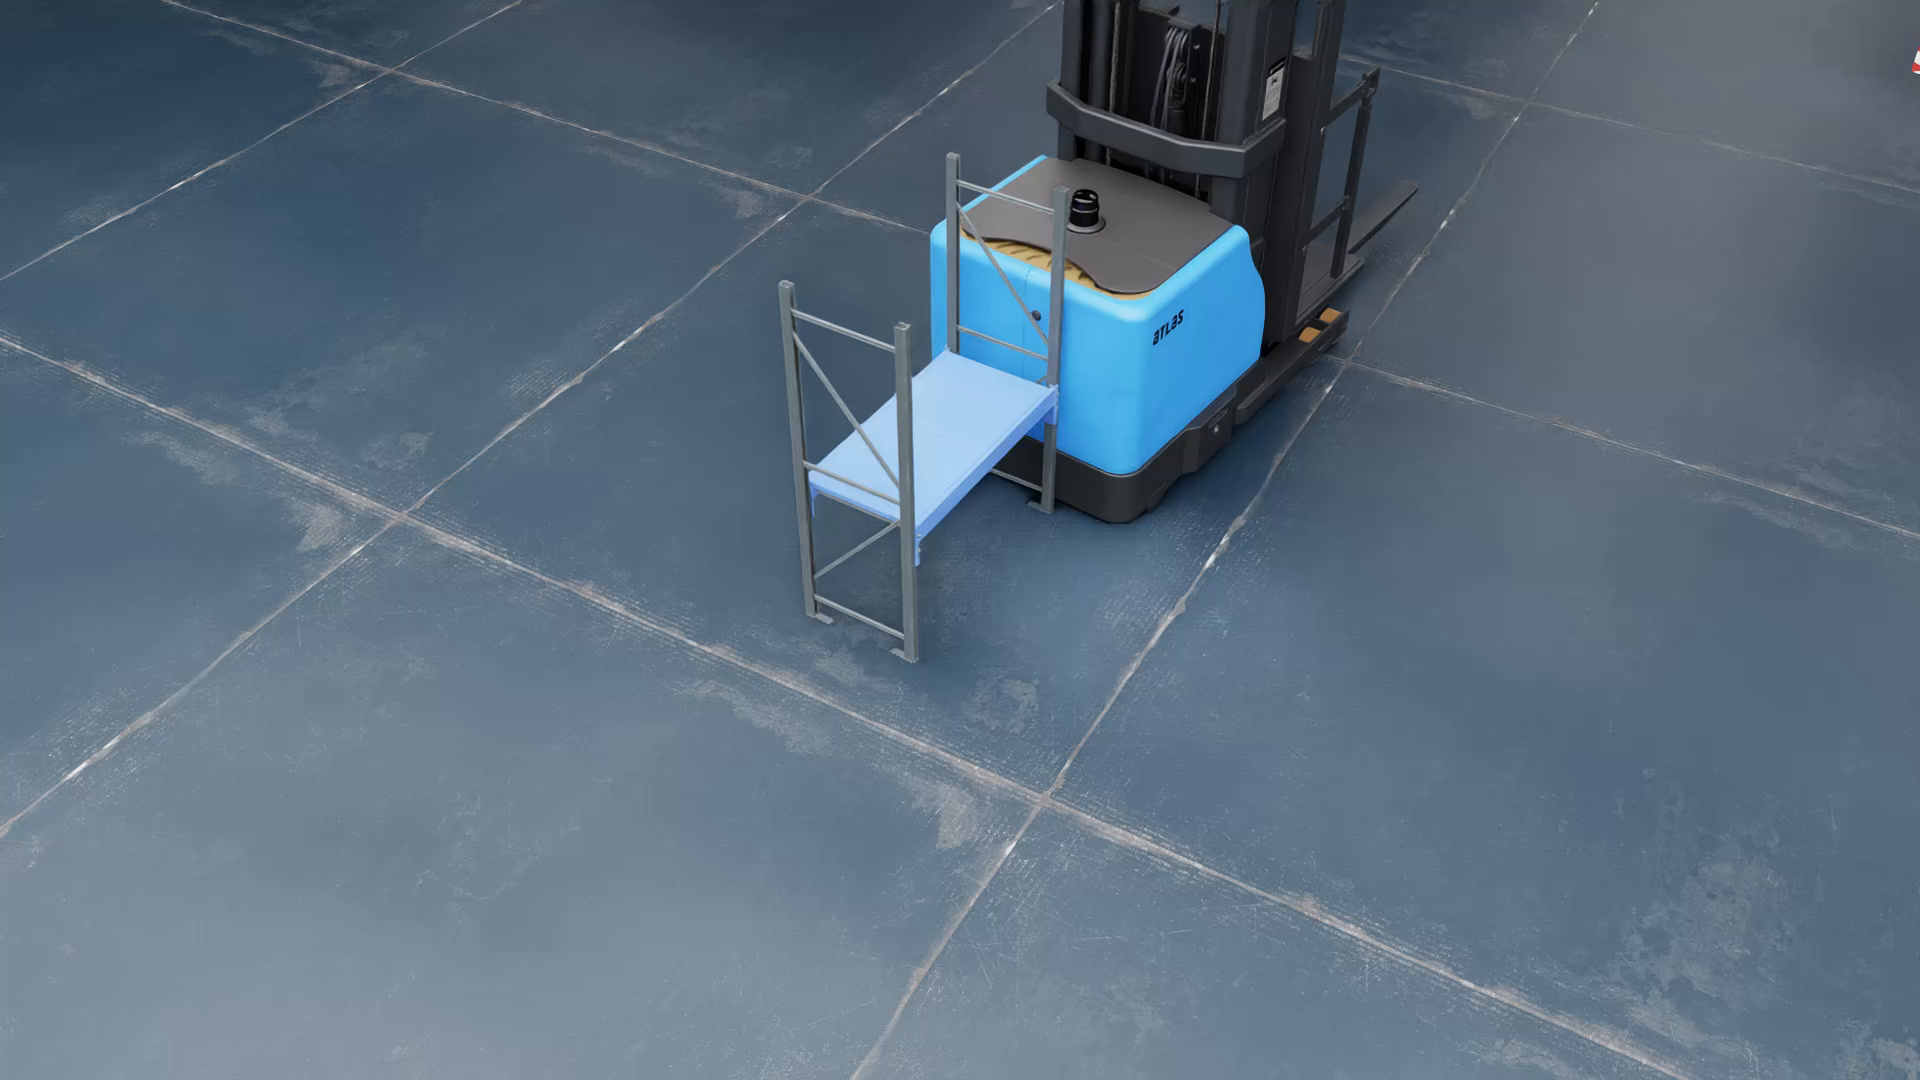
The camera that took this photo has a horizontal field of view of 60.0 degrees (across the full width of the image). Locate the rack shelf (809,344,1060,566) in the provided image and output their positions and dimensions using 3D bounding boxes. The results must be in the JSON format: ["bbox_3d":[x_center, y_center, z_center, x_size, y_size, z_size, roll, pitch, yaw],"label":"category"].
[{"bbox_3d":[-0.104,-0.343,6.277,0.538,0.185,1.000,23,46,24],"label":"rack shelf"}]

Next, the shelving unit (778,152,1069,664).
[{"bbox_3d":[-0.104,-0.478,6.158,0.538,1.500,1.048,23,46,24],"label":"shelving unit"}]

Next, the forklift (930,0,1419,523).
[{"bbox_3d":[1.160,-2.092,6.908,1.130,2.935,3.031,27,48,27],"label":"forklift"}]

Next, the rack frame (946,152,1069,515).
[{"bbox_3d":[0.168,-0.762,6.481,0.500,1.500,0.032,23,46,24],"label":"rack frame"}]

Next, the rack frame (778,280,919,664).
[{"bbox_3d":[-0.375,-0.194,5.835,0.500,1.500,0.032,23,46,24],"label":"rack frame"}]
